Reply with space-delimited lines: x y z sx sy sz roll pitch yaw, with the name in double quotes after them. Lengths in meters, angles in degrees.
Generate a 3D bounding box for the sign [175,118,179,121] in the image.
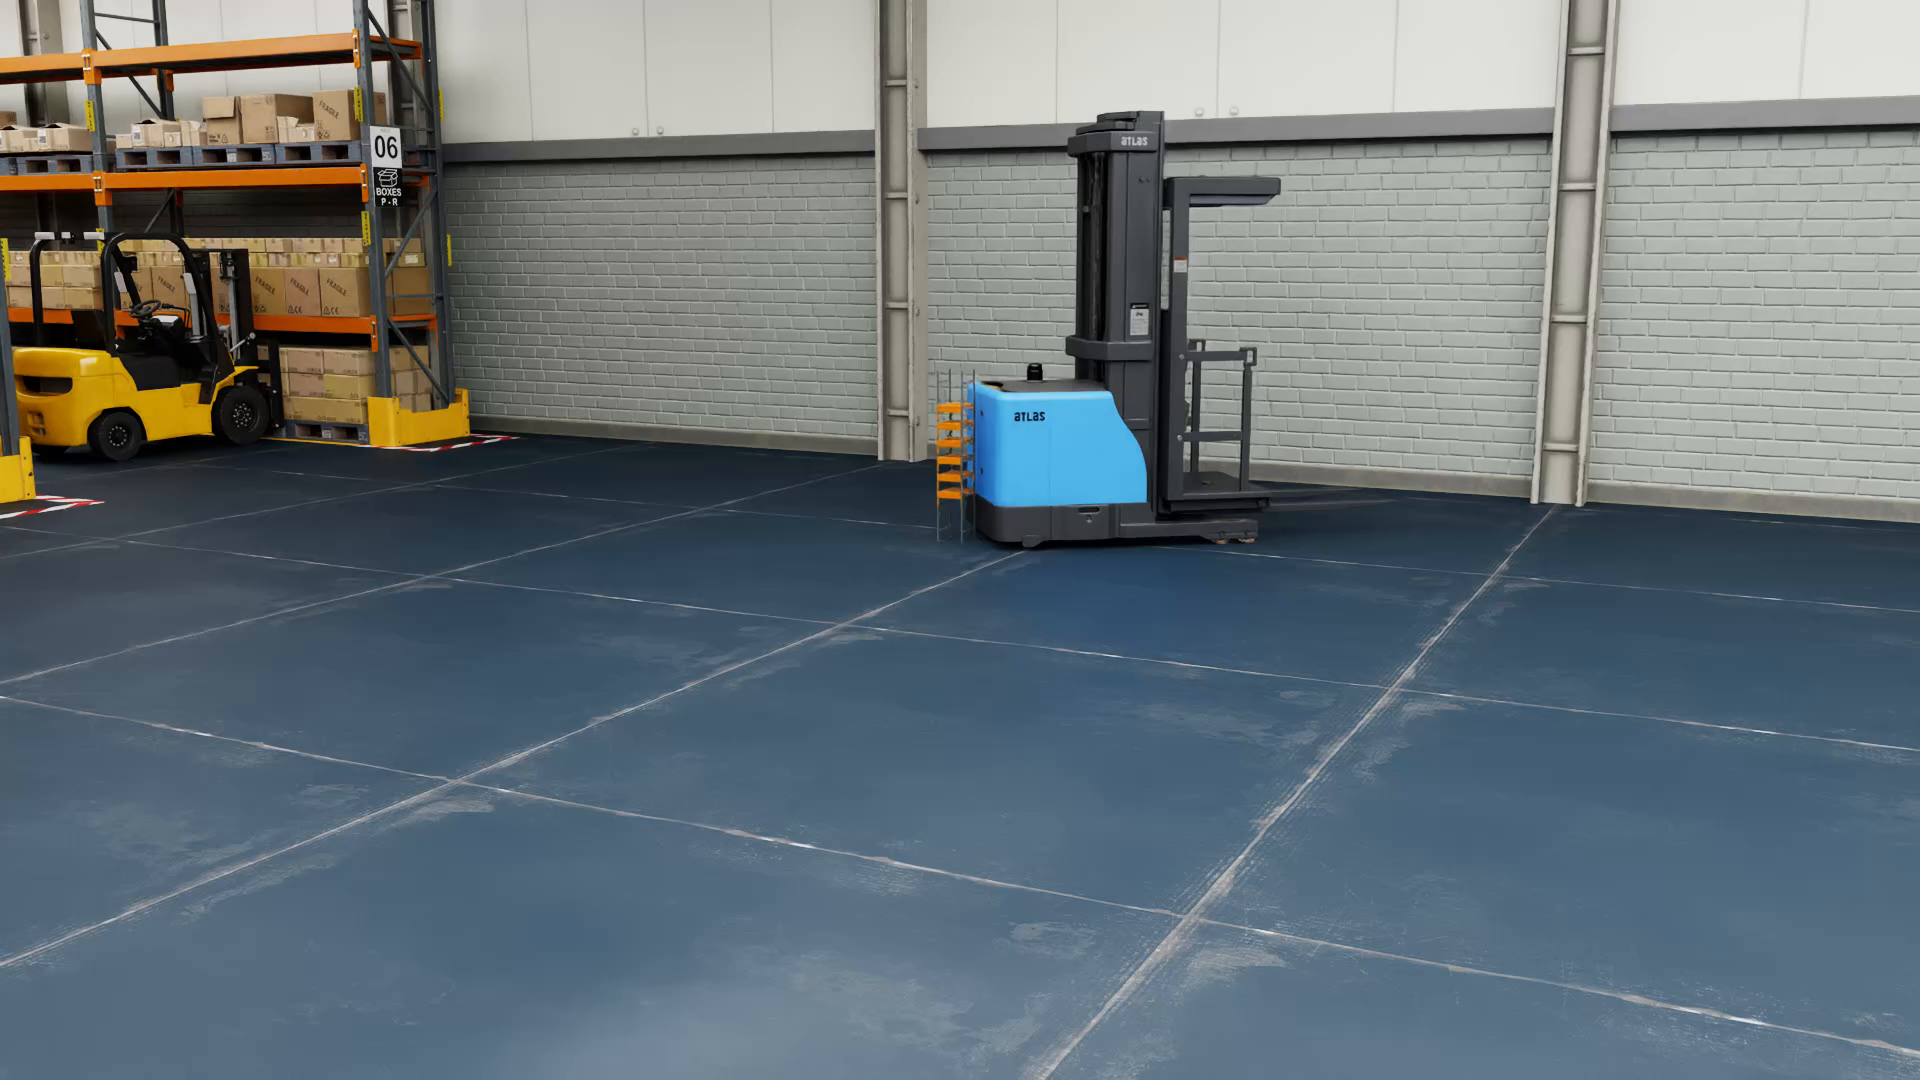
-9.046 -4.703 19.196 0.005 0.325 0.100 5 11 26 "sign"

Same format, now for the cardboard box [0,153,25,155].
-11.103 -4.552 19.281 0.250 0.149 0.380 5 11 25 "cardboard box"

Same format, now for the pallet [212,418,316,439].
-7.498 -1.307 18.361 1.213 0.211 1.003 5 11 26 "pallet"

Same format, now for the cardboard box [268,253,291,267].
-7.064 -2.961 17.566 0.250 0.149 0.380 5 11 24 "cardboard box"

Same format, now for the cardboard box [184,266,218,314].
-8.079 -2.739 18.162 0.500 0.500 0.500 5 11 25 "cardboard box"

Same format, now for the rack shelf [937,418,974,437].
-0.026 -0.779 11.566 0.180 0.103 0.258 4 11 23 "rack shelf"

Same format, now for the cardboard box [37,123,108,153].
-10.047 -4.551 18.820 0.500 0.311 0.500 5 11 24 "cardboard box"

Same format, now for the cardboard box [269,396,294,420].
-7.151 -1.451 17.868 0.500 0.250 0.500 5 11 26 "cardboard box"

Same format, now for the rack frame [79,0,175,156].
-9.291 -5.797 18.492 0.127 3.000 1.000 5 11 26 "rack frame"

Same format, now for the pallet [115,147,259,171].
-8.514 -4.214 18.418 1.213 0.211 1.003 5 11 26 "pallet"

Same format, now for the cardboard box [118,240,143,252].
-9.136 -3.287 18.532 0.250 0.149 0.380 5 12 27 "cardboard box"

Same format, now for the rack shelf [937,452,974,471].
-0.026 -0.543 11.609 0.180 0.103 0.258 4 11 23 "rack shelf"

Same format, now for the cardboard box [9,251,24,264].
-10.854 -3.301 19.442 0.250 0.149 0.380 5 11 26 "cardboard box"

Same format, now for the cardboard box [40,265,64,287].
-10.309 -3.054 19.200 0.500 0.250 0.500 5 11 24 "cardboard box"

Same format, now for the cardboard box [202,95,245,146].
-7.590 -4.457 17.762 0.637 0.503 0.797 5 12 28 "cardboard box"

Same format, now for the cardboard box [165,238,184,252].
-8.443 -3.225 18.192 0.250 0.149 0.380 5 12 27 "cardboard box"

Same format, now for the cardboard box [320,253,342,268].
-6.381 -2.896 17.206 0.250 0.149 0.380 5 12 27 "cardboard box"

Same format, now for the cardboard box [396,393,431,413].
-6.057 -1.453 17.878 0.500 0.250 0.500 5 11 26 "cardboard box"

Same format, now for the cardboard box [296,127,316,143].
-6.581 -4.155 17.086 0.250 0.149 0.380 5 11 24 "cardboard box"

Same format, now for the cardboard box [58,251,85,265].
-10.131 -3.250 19.161 0.250 0.149 0.380 5 11 26 "cardboard box"

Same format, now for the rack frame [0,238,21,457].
-7.896 -1.737 12.902 0.127 3.000 1.000 5 11 26 "rack frame"

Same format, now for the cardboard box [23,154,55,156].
-10.935 -4.621 19.615 0.250 0.166 0.380 5 11 26 "cardboard box"

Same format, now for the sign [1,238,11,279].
-7.656 -2.249 13.304 0.005 0.325 0.100 5 11 26 "sign"

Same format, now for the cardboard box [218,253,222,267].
-7.743 -3.021 17.897 0.250 0.149 0.380 5 11 25 "cardboard box"

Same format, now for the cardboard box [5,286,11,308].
-11.210 -2.891 19.703 0.500 0.250 0.500 5 12 28 "cardboard box"

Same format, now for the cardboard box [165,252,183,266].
-8.454 -3.079 18.215 0.250 0.149 0.380 5 12 27 "cardboard box"

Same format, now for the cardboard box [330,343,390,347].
-6.500 -1.982 17.993 0.500 0.250 0.500 5 11 26 "cardboard box"

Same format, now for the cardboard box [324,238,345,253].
-6.353 -3.053 17.241 0.250 0.149 0.380 5 11 26 "cardboard box"

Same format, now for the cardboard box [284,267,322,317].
-6.722 -2.618 17.492 0.500 0.500 0.500 5 12 28 "cardboard box"

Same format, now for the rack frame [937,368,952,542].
-0.110 -0.593 11.637 0.006 1.200 0.240 4 11 23 "rack frame"

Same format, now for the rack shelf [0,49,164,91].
-11.084 -5.404 19.462 4.000 0.370 1.077 5 11 26 "rack shelf"

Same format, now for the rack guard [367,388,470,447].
-5.682 -1.298 17.496 0.348 0.500 1.175 5 11 26 "rack guard"

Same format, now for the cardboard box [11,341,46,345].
-11.735 -2.097 20.380 0.625 0.625 0.875 5 12 28 "cardboard box"

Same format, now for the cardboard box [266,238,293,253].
-7.073 -3.104 17.521 0.250 0.149 0.380 5 12 27 "cardboard box"

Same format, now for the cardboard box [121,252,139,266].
-9.121 -3.146 18.588 0.250 0.149 0.380 5 11 25 "cardboard box"

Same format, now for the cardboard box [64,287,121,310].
-9.858 -2.769 19.028 0.500 0.250 0.500 5 12 27 "cardboard box"

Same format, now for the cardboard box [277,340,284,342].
-7.855 -2.103 18.661 0.500 0.250 0.500 5 11 26 "cardboard box"

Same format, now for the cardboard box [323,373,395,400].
-6.278 -1.618 17.383 0.500 0.250 0.500 5 11 25 "cardboard box"

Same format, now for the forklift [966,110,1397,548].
1.612 -1.502 11.801 3.031 2.935 1.130 -2 10 -12 "forklift"

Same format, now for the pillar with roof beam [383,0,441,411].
-7.834 -4.993 14.050 0.400 9.000 9.100 5 11 26 "pillar with roof beam"

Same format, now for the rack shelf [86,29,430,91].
-7.497 -5.088 17.720 4.000 0.370 1.077 5 11 26 "rack shelf"

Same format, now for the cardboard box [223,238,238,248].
-7.714 -3.181 17.948 0.250 0.149 0.380 5 11 26 "cardboard box"

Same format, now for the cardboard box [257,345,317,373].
-7.172 -1.939 17.756 0.500 0.250 0.500 5 11 27 "cardboard box"

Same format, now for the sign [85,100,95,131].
-9.522 -4.643 18.202 0.005 0.325 0.100 5 11 26 "sign"

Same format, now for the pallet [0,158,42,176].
-11.225 -4.416 19.816 1.213 0.211 1.003 6 12 28 "pallet"

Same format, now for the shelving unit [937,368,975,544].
-0.026 -0.587 11.601 0.189 1.200 0.258 4 11 23 "shelving unit"

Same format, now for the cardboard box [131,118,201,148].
-8.652 -4.428 18.143 0.500 0.311 0.500 5 12 27 "cardboard box"
